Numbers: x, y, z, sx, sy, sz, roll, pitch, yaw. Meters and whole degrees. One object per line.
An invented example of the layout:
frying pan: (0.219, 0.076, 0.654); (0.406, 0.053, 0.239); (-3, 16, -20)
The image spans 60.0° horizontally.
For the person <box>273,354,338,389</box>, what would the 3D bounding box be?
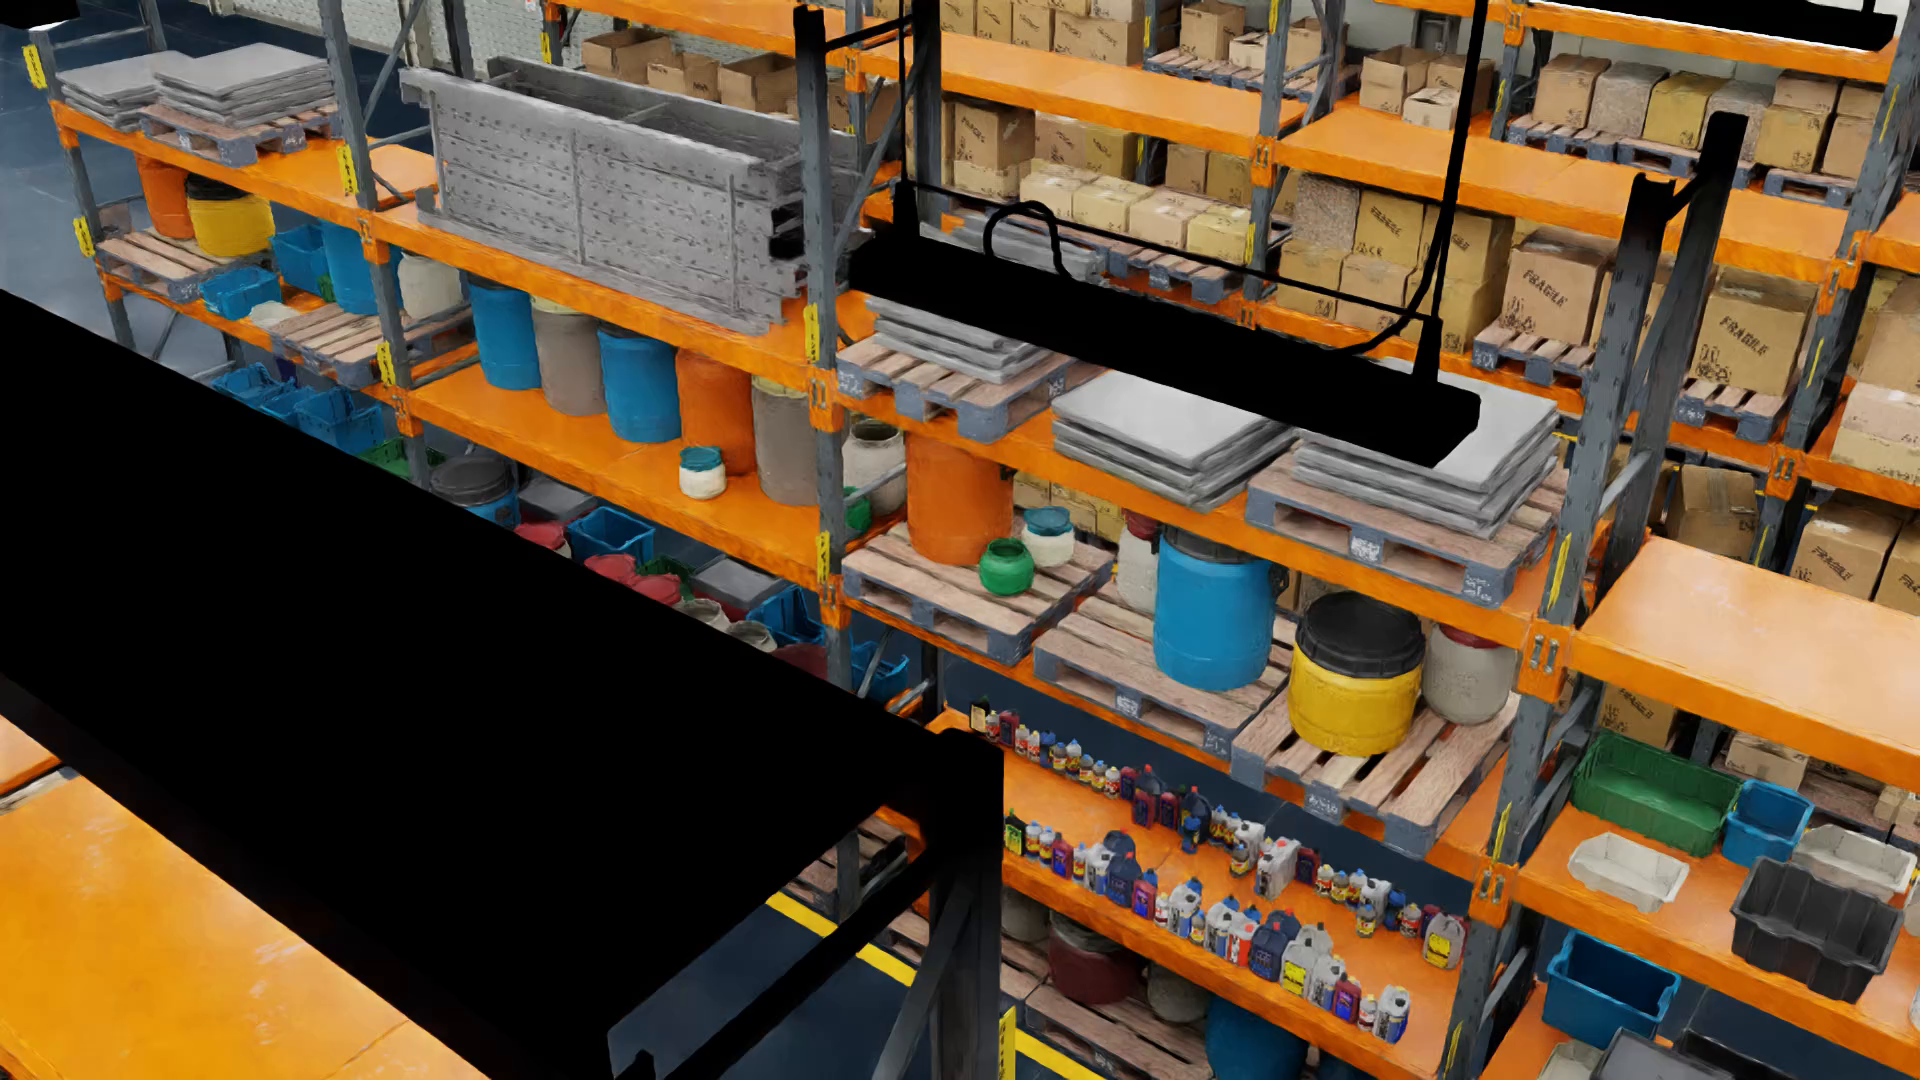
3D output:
person: (-6.949, -2.318, 17.544); (0.749, 1.594, 0.643); (8, 32, 13)
